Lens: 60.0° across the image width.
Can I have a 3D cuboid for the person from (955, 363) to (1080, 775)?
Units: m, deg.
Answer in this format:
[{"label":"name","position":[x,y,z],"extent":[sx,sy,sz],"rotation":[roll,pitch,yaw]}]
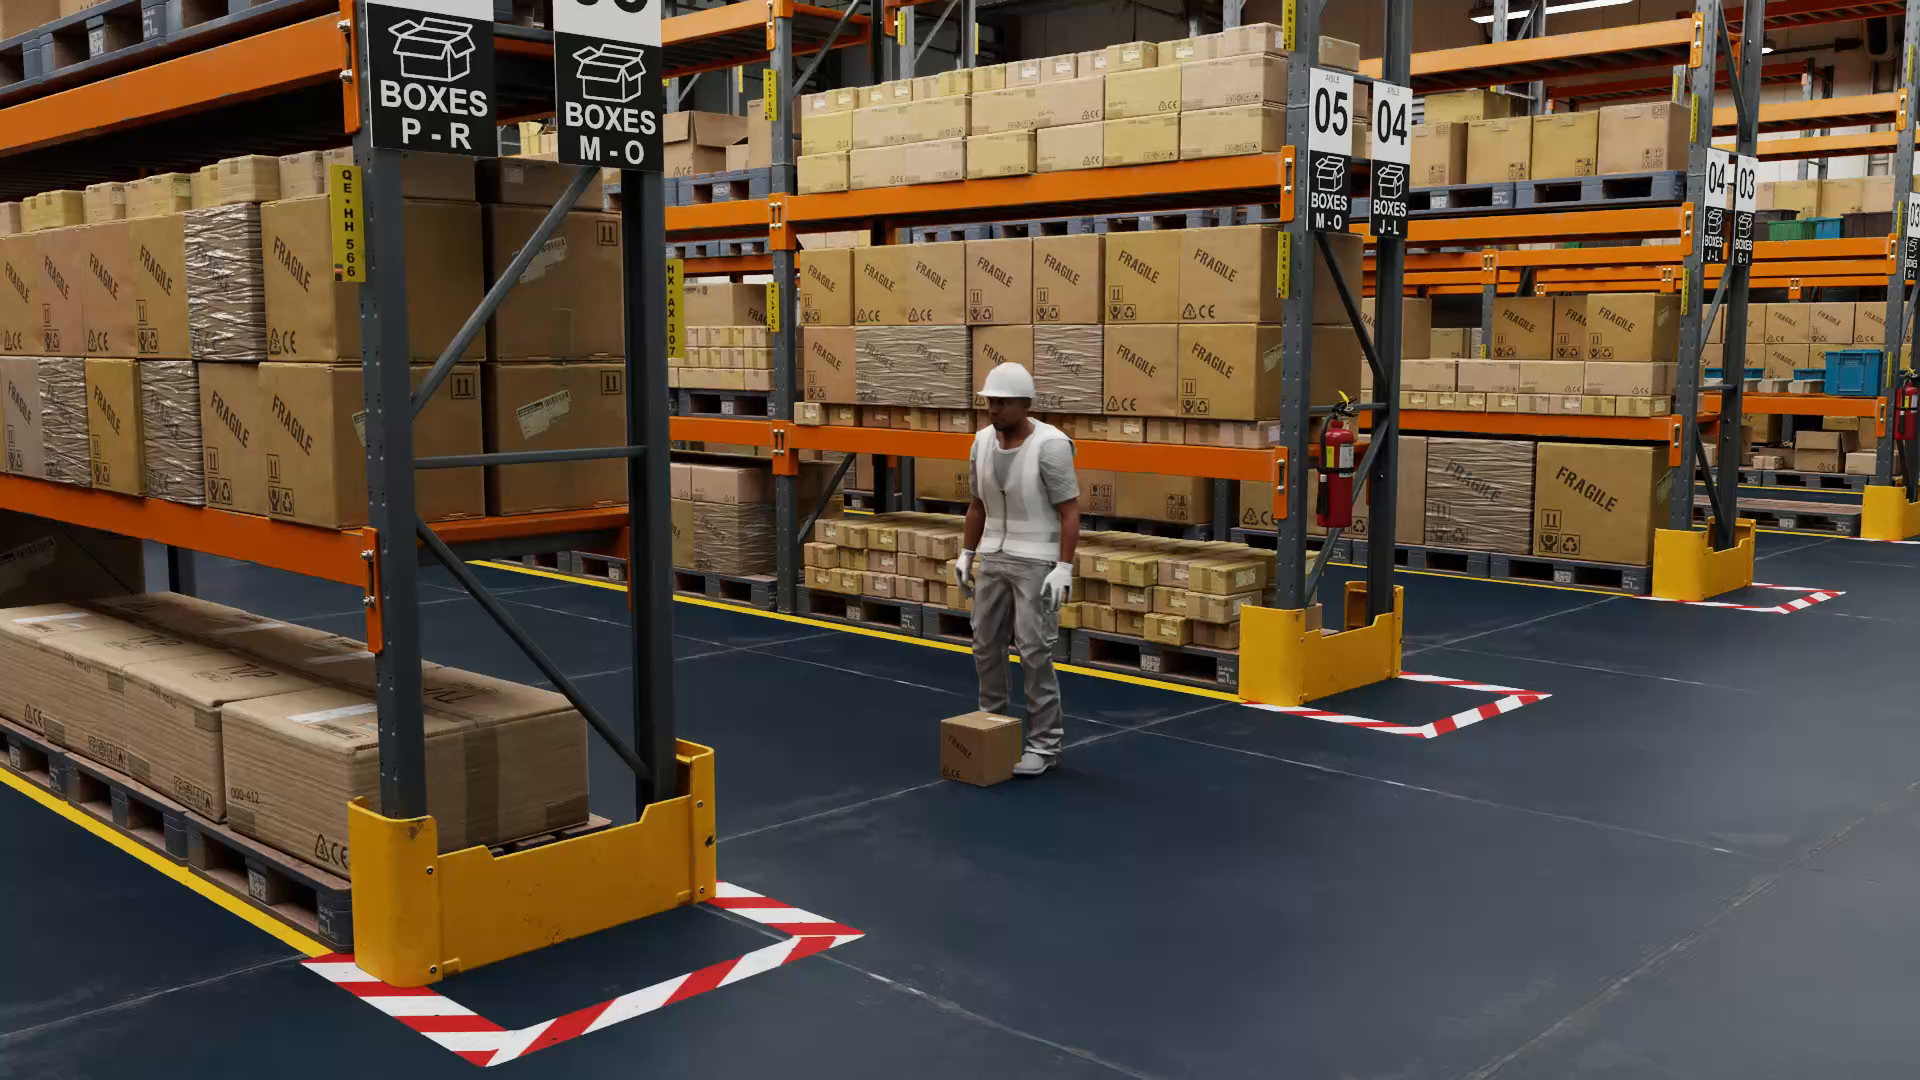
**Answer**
[{"label":"person","position":[0.240,0.120,7.225],"extent":[0.624,1.774,0.454],"rotation":[6,9,43]}]
